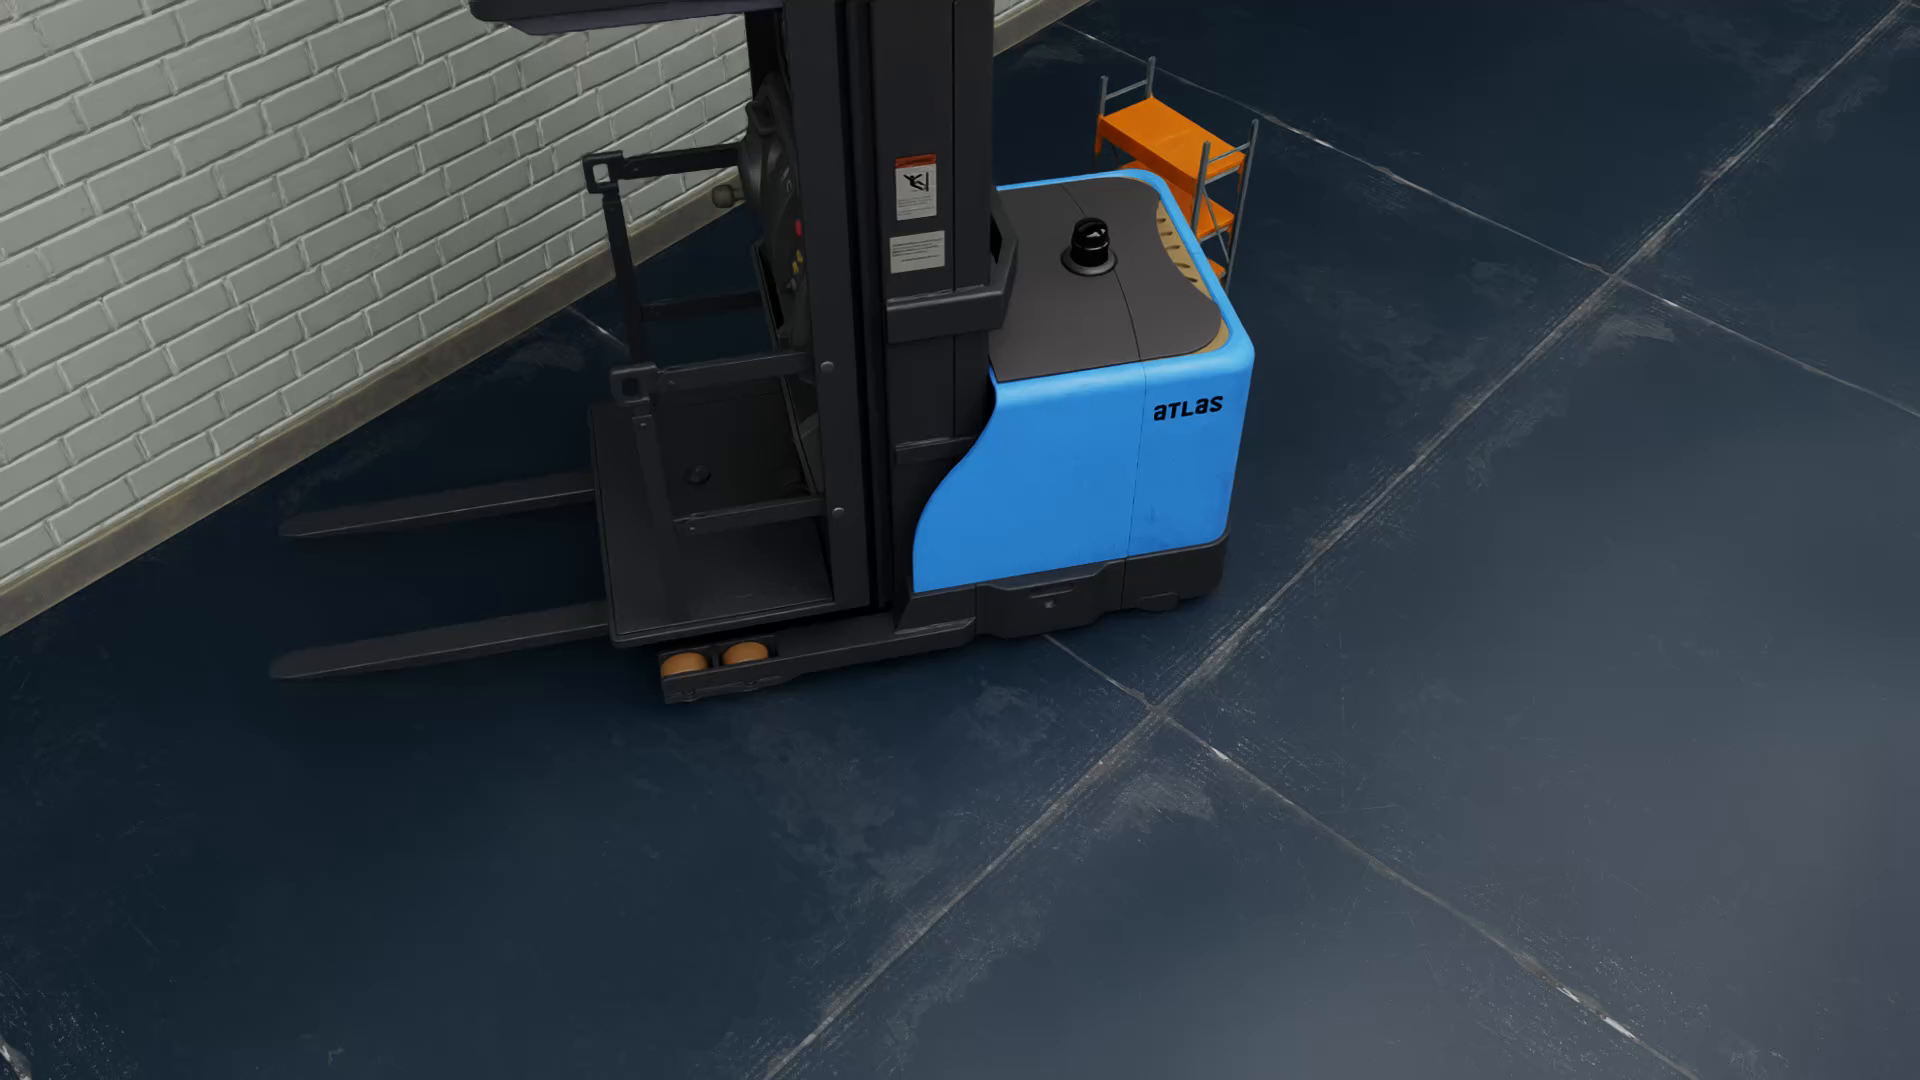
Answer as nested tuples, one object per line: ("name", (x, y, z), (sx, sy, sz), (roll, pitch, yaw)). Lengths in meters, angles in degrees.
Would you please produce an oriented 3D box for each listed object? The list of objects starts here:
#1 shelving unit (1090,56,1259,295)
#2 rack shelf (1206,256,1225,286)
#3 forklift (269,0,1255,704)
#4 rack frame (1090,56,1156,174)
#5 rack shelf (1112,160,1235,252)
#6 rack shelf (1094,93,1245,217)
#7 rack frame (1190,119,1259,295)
("shelving unit", (0.697, -1.027, 5.883), (0.258, 1.200, 0.503), (-29, 53, -27))
("rack shelf", (0.695, -0.979, 5.931), (0.258, 0.148, 0.480), (-29, 53, -27))
("forklift", (-0.698, -0.915, 4.599), (3.031, 2.935, 1.130), (-9, 48, -9))
("rack frame", (0.545, -1.166, 6.013), (0.240, 1.200, 0.015), (-29, 53, -27))
("rack shelf", (0.703, -1.137, 5.772), (0.258, 0.148, 0.480), (-29, 53, -27))
("rack shelf", (0.711, -1.303, 5.604), (0.258, 0.148, 0.480), (-29, 53, -27))
("rack frame", (0.850, -0.888, 5.753), (0.240, 1.200, 0.015), (-29, 53, -27))
